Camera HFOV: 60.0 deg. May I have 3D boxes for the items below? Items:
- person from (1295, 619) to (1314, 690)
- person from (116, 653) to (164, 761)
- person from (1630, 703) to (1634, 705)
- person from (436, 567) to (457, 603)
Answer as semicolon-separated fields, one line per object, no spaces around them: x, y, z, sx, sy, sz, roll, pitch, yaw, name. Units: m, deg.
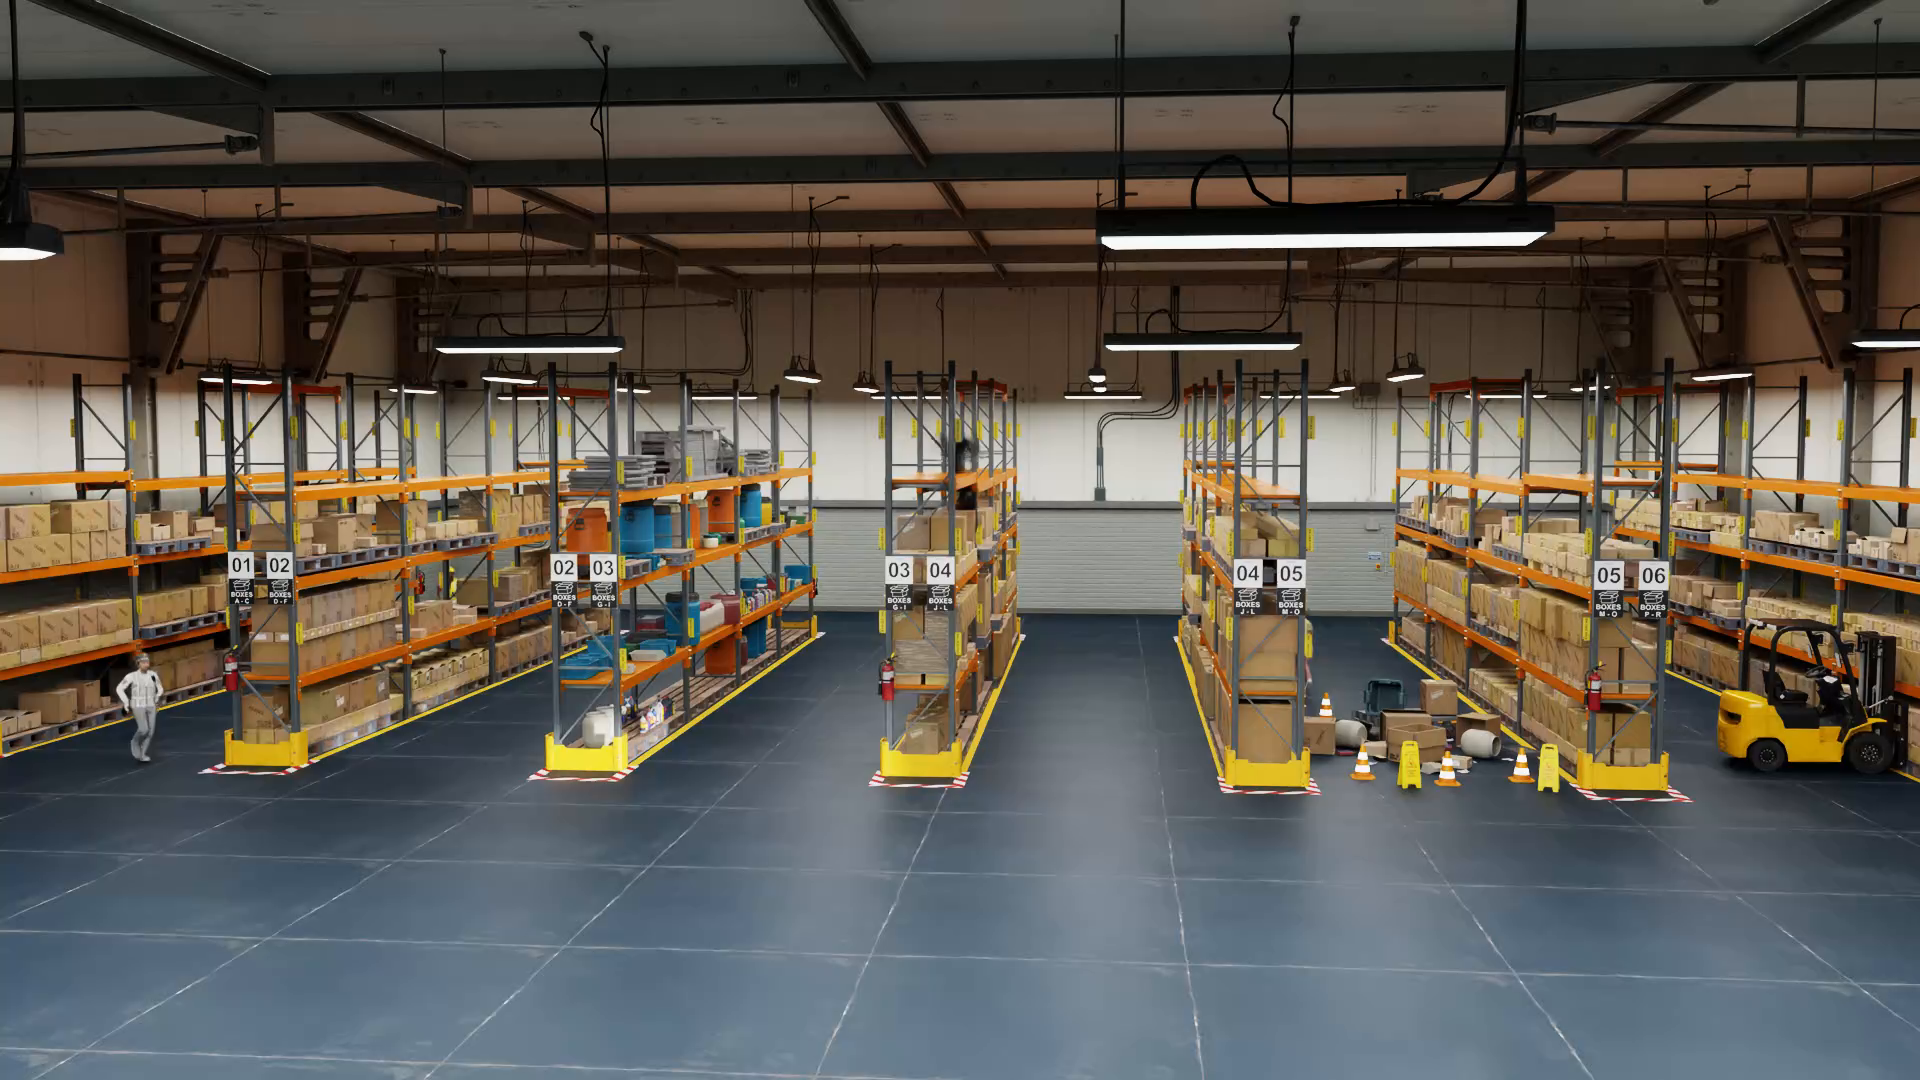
6.561;2.099;31.950;0.567;1.614;0.884;0;4;-7;person
-12.289;2.522;25.047;0.562;1.649;0.614;3;5;42;person
11.625;2.277;29.248;0.546;1.573;0.923;0;4;-1;person
-12.128;1.528;39.493;0.689;1.790;0.722;0;4;-4;person
